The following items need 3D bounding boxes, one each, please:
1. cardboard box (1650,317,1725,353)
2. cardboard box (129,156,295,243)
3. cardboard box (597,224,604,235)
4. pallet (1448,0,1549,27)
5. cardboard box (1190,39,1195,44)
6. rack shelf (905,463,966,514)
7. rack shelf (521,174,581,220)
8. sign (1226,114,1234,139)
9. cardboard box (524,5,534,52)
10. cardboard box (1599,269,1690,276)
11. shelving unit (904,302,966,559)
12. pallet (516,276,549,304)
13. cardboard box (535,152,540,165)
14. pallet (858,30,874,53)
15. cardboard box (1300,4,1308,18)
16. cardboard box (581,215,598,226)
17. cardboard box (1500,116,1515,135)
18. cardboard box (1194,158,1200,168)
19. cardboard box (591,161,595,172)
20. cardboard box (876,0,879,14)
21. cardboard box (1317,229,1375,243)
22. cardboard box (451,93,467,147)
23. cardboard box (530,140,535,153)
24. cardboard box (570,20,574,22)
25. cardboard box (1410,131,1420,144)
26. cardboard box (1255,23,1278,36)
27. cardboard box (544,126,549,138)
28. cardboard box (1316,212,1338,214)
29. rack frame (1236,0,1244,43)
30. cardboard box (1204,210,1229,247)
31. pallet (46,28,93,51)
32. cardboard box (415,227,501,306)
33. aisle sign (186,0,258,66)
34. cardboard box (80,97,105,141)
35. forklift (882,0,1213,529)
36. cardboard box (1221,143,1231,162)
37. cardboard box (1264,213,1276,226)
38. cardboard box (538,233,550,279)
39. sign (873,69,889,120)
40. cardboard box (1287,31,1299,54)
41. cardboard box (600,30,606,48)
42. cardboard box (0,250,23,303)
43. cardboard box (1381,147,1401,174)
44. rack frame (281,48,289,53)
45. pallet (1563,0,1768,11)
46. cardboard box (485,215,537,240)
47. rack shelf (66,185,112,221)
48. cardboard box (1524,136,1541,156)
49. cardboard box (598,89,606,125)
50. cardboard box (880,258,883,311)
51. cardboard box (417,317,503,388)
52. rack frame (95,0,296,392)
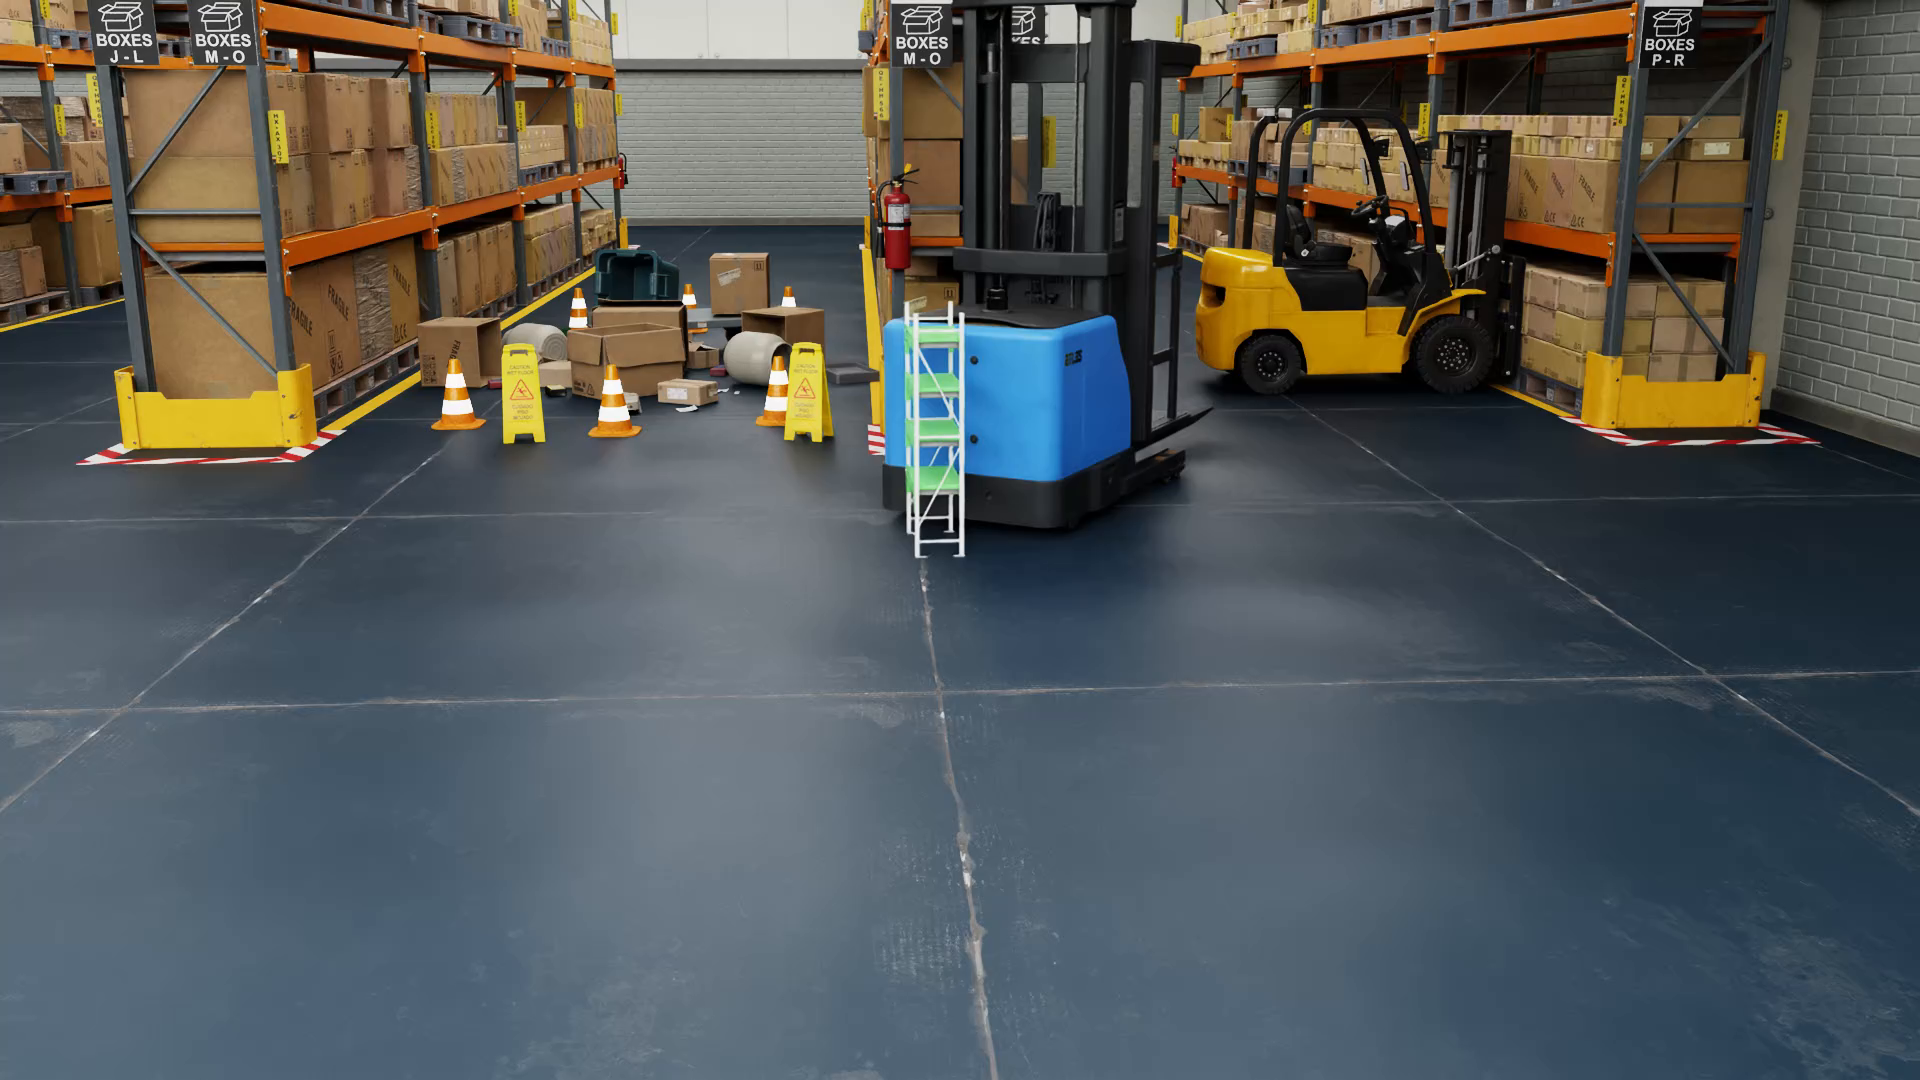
[{"bbox_3d":[5.173,-1.515,12.065,0.500,0.250,0.500,-1,14,-2],"label":"cardboard box"},{"bbox_3d":[-4.962,-2.266,11.011,0.875,0.550,0.550,-1,14,-3],"label":"cardboard box"},{"bbox_3d":[-5.491,-4.599,24.662,0.380,0.149,0.250,0,14,-1],"label":"cardboard box"},{"bbox_3d":[4.826,-4.473,14.051,1.003,0.211,1.213,-1,14,-3],"label":"pallet"},{"bbox_3d":[3.810,-7.543,25.508,0.500,0.250,0.500,-1,14,-2],"label":"cardboard box"},{"bbox_3d":[-0.128,-0.261,8.353,0.258,0.148,0.480,-2,15,-6],"label":"rack shelf"},{"bbox_3d":[-5.513,-4.240,20.430,1.077,0.370,4.000,-1,14,-3],"label":"rack shelf"},{"bbox_3d":[3.710,-5.674,22.822,0.100,0.325,0.005,-1,14,-3],"label":"sign"},{"bbox_3d":[-5.197,-5.863,19.072,0.500,0.500,0.500,-1,14,-3],"label":"cardboard box"},{"bbox_3d":[5.119,-1.883,12.495,0.500,0.250,0.500,-1,14,-3],"label":"cardboard box"},{"bbox_3d":[-0.128,-0.556,8.278,0.258,1.200,0.503,-2,15,-6],"label":"shelving unit"},{"bbox_3d":[-5.436,-2.935,19.510,1.003,0.211,1.213,-1,14,-3],"label":"pallet"},{"bbox_3d":[-5.299,-4.617,20.112,0.380,0.149,0.250,-1,14,-3],"label":"cardboard box"},{"bbox_3d":[-0.548,-5.713,19.071,1.213,0.211,1.003,0,14,-1],"label":"pallet"},{"bbox_3d":[4.205,-6.201,19.490,0.380,0.149,0.250,-1,14,-5],"label":"cardboard box"},{"bbox_3d":[-5.523,-4.675,24.360,0.380,0.149,0.250,-1,14,-3],"label":"cardboard box"},{"bbox_3d":[4.629,-3.379,13.540,0.380,0.149,0.250,-1,14,-4],"label":"cardboard box"},{"bbox_3d":[3.780,-5.731,25.285,0.380,0.149,0.250,-1,14,-5],"label":"cardboard box"},{"bbox_3d":[-5.458,-5.366,23.868,0.380,0.149,0.250,0,14,-1],"label":"cardboard box"},{"bbox_3d":[-0.453,-4.608,14.101,0.500,0.250,0.500,-1,14,-5],"label":"cardboard box"},{"bbox_3d":[4.524,-3.168,18.743,0.875,0.625,0.625,0,14,-2],"label":"cardboard box"},{"bbox_3d":[-5.273,-4.132,16.357,0.700,0.500,0.500,-1,14,-4],"label":"cardboard box"},{"bbox_3d":[-5.288,-4.699,19.833,0.380,0.149,0.250,-1,14,-3],"label":"cardboard box"},{"bbox_3d":[-5.397,-7.045,22.367,0.380,0.149,0.250,-2,15,-6],"label":"cardboard box"},{"bbox_3d":[4.470,-3.783,15.709,0.380,0.149,0.250,-1,14,-4],"label":"cardboard box"},{"bbox_3d":[3.945,-6.450,21.016,0.380,0.149,0.250,-1,14,-2],"label":"cardboard box"},{"bbox_3d":[-5.357,-5.101,20.801,0.380,0.149,0.250,-1,14,-5],"label":"cardboard box"},{"bbox_3d":[4.685,-4.164,21.561,0.380,0.149,0.250,-1,14,-3],"label":"cardboard box"},{"bbox_3d":[4.251,-8.170,22.222,1.000,3.000,0.127,-1,14,-3],"label":"rack frame"},{"bbox_3d":[4.025,-4.628,24.666,0.700,0.500,0.500,-1,14,-6],"label":"cardboard box"},{"bbox_3d":[-10.439,-5.560,18.476,1.213,0.211,1.003,0,14,-1],"label":"pallet"},{"bbox_3d":[-5.384,-2.835,17.196,1.050,0.750,0.750,-1,14,-3],"label":"cardboard box"},{"bbox_3d":[-4.590,-3.347,10.300,0.394,0.787,0.004,-1,14,-3],"label":"aisle sign"},{"bbox_3d":[-10.413,-4.918,19.407,0.797,0.503,0.637,-1,14,-2],"label":"cardboard box"},{"bbox_3d":[0.702,-1.795,9.622,1.130,2.935,3.031,7,16,26],"label":"forklift"},{"bbox_3d":[3.976,-5.459,23.429,0.500,0.250,0.500,-1,14,-2],"label":"cardboard box"},{"bbox_3d":[4.151,-4.155,21.527,0.380,0.149,0.250,0,14,-1],"label":"cardboard box"},{"bbox_3d":[-5.213,-3.389,19.851,0.500,0.500,0.500,-1,14,-3],"label":"cardboard box"},{"bbox_3d":[-0.514,-2.913,10.871,0.100,0.325,0.005,-1,14,-3],"label":"sign"},{"bbox_3d":[4.193,-5.899,19.715,0.500,0.250,0.500,-1,14,-3],"label":"cardboard box"},{"bbox_3d":[-5.569,-7.465,24.798,0.500,0.250,0.500,-1,14,-5],"label":"cardboard box"},{"bbox_3d":[-10.237,-2.738,17.282,0.700,0.500,0.500,-2,15,-8],"label":"cardboard box"},{"bbox_3d":[4.422,-3.691,16.149,0.500,0.250,0.500,-1,14,-5],"label":"cardboard box"},{"bbox_3d":[-10.841,-8.935,25.192,1.000,3.000,0.127,-1,14,-3],"label":"rack frame"},{"bbox_3d":[4.977,-3.867,11.693,1.003,0.211,1.213,-1,14,-3],"label":"pallet"},{"bbox_3d":[-5.190,-3.622,19.254,0.500,0.250,0.500,-2,15,-6],"label":"cardboard box"},{"bbox_3d":[-10.470,-4.189,20.230,1.077,0.370,4.000,-1,14,-3],"label":"rack shelf"},{"bbox_3d":[4.590,-3.044,12.834,0.380,0.149,0.250,-1,14,-3],"label":"cardboard box"},{"bbox_3d":[-5.536,-6.392,24.546,0.500,0.500,0.500,0,14,-1],"label":"cardboard box"},{"bbox_3d":[-0.440,-2.282,14.546,0.500,0.500,0.500,0,14,-1],"label":"cardboard box"},{"bbox_3d":[-4.021,-1.517,13.413,0.500,0.500,0.500,2,15,6],"label":"cardboard box"},{"bbox_3d":[-4.893,-2.101,10.674,1.000,3.000,0.127,-1,14,-3],"label":"rack frame"}]
